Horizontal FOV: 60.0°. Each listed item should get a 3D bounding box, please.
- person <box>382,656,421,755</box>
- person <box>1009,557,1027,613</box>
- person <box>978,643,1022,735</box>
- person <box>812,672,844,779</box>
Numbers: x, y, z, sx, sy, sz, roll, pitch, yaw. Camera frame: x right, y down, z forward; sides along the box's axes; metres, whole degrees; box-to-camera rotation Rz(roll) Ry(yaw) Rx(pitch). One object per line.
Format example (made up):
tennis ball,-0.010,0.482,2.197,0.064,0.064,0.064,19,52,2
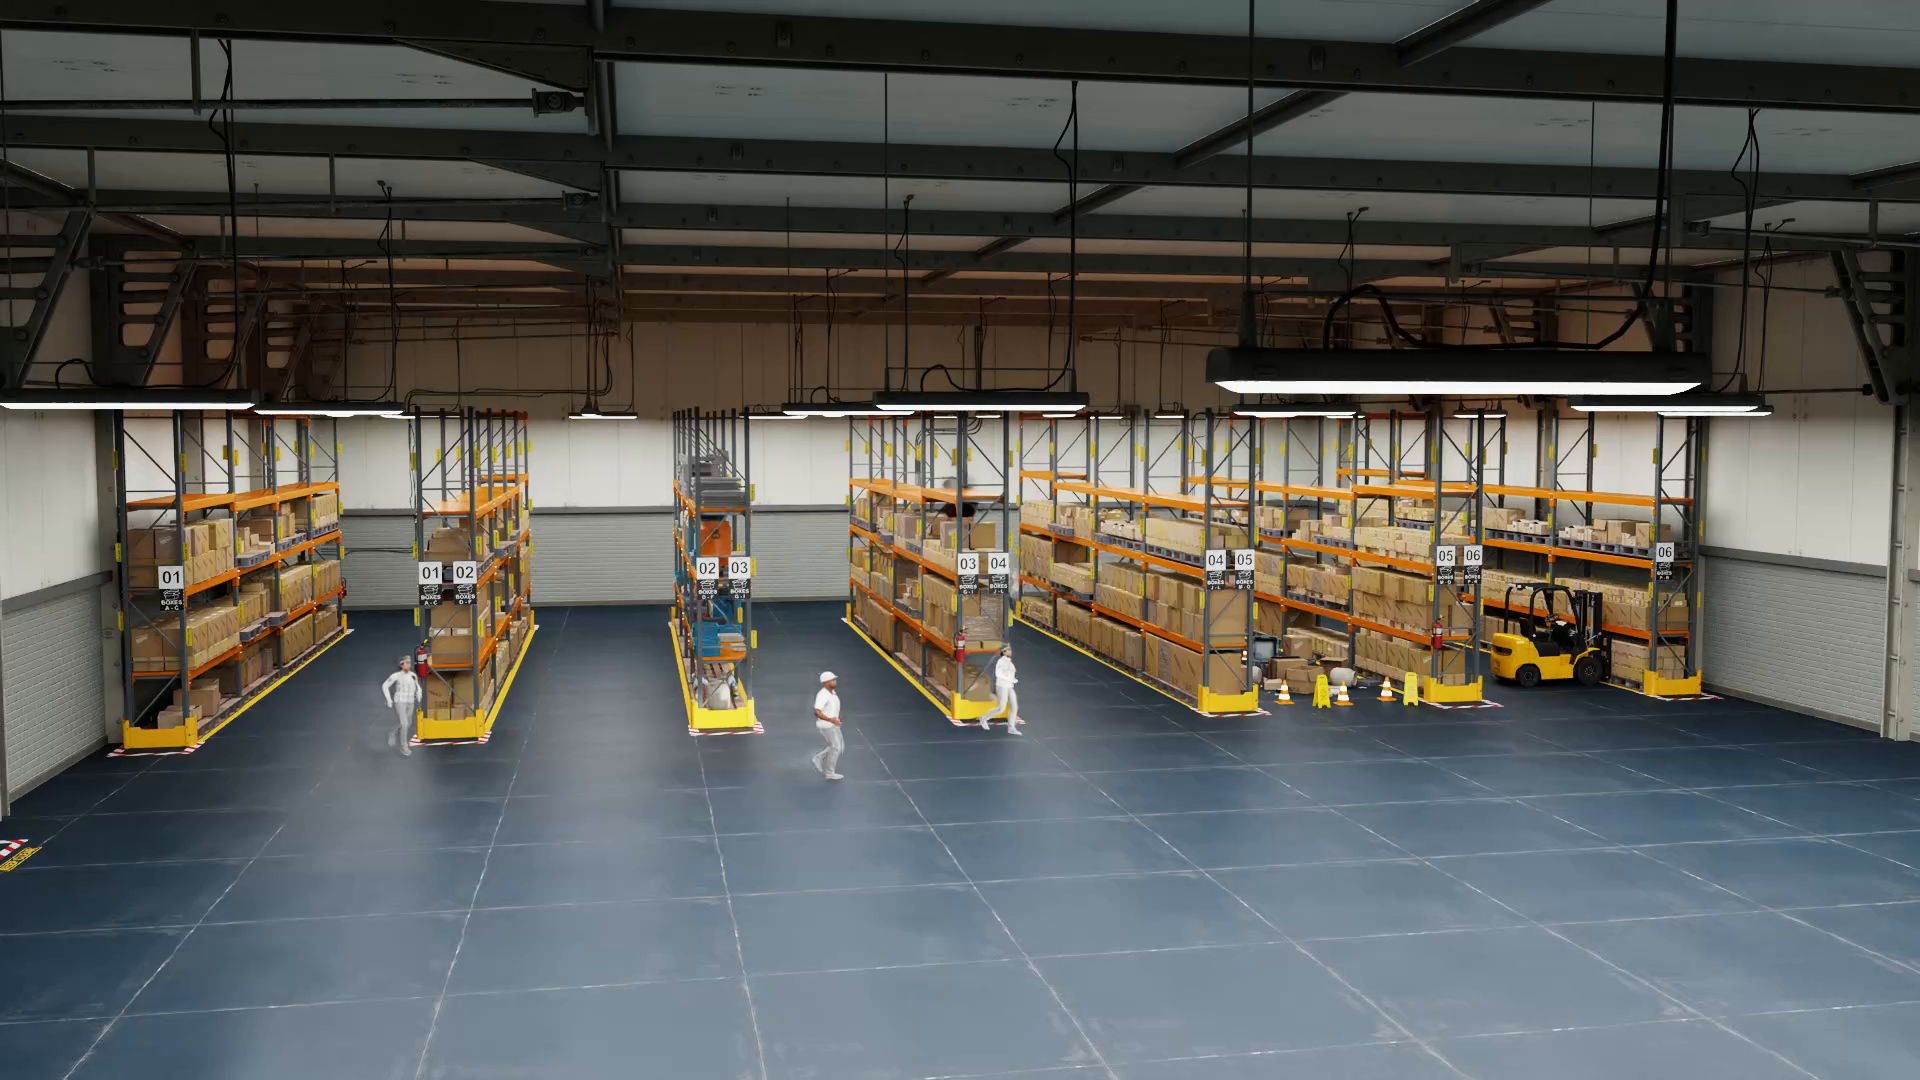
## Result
person,-9.627,2.852,28.868,0.682,1.678,0.661,4,5,41
person,1.796,1.335,49.686,0.682,1.763,0.778,-2,4,-24
person,0.748,2.677,30.528,0.741,1.610,0.633,2,4,24
person,-2.114,2.968,26.632,0.588,1.727,0.726,1,4,12
